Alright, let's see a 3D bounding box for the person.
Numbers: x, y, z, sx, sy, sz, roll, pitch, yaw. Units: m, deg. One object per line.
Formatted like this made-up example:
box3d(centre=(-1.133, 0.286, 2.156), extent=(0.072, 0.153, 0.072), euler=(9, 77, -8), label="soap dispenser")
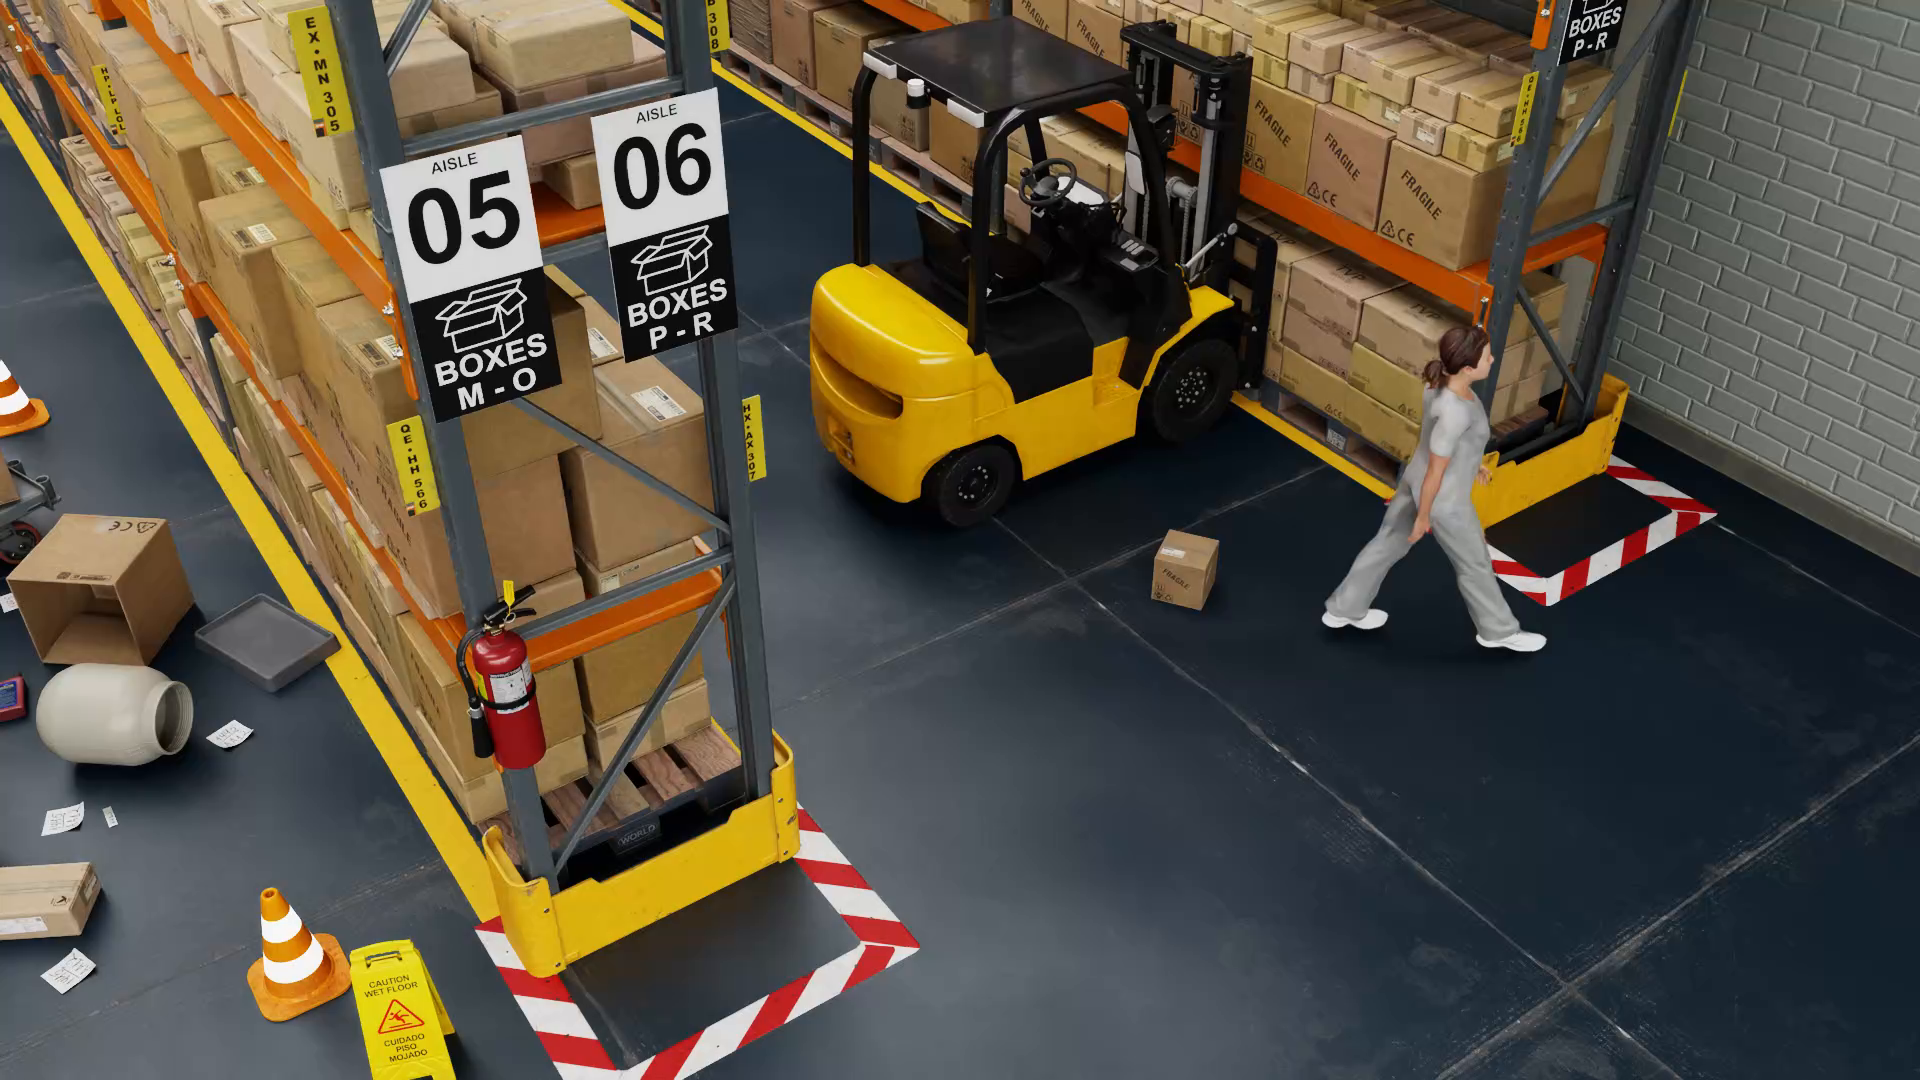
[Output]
box3d(centre=(2.124, -0.248, 7.270), extent=(0.846, 1.558, 0.453), euler=(-1, 36, -1), label="person")
